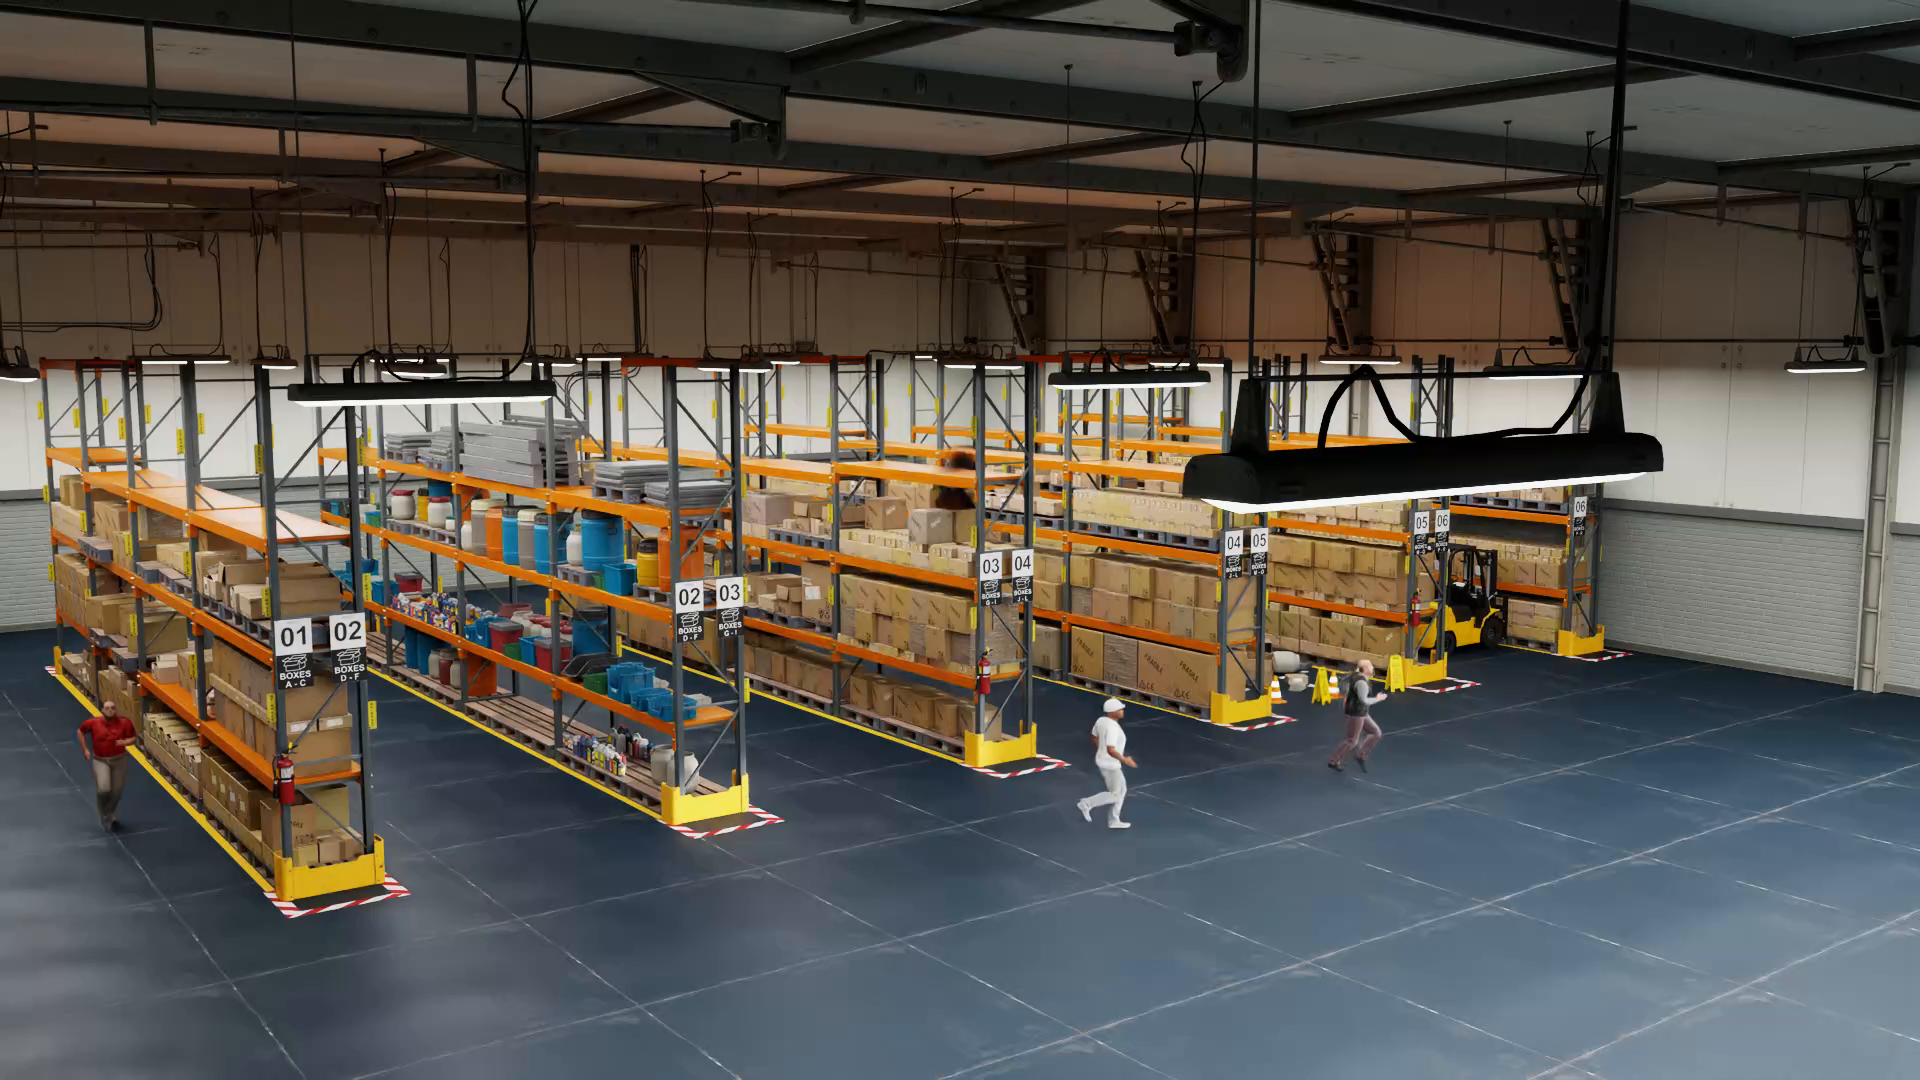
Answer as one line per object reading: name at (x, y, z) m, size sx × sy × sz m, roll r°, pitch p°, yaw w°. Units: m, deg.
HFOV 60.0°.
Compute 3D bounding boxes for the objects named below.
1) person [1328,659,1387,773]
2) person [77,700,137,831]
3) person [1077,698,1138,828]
person at (5.798, 2.574, 24.254) m, size 0.808 × 1.714 × 0.682 m, roll 1°, pitch 7°, yaw 10°
person at (-11.023, 2.909, 21.561) m, size 0.639 × 1.716 × 0.775 m, roll -5°, pitch 9°, yaw -37°
person at (1.859, 2.903, 21.522) m, size 0.748 × 1.722 × 0.690 m, roll -1°, pitch 7°, yaw -9°
